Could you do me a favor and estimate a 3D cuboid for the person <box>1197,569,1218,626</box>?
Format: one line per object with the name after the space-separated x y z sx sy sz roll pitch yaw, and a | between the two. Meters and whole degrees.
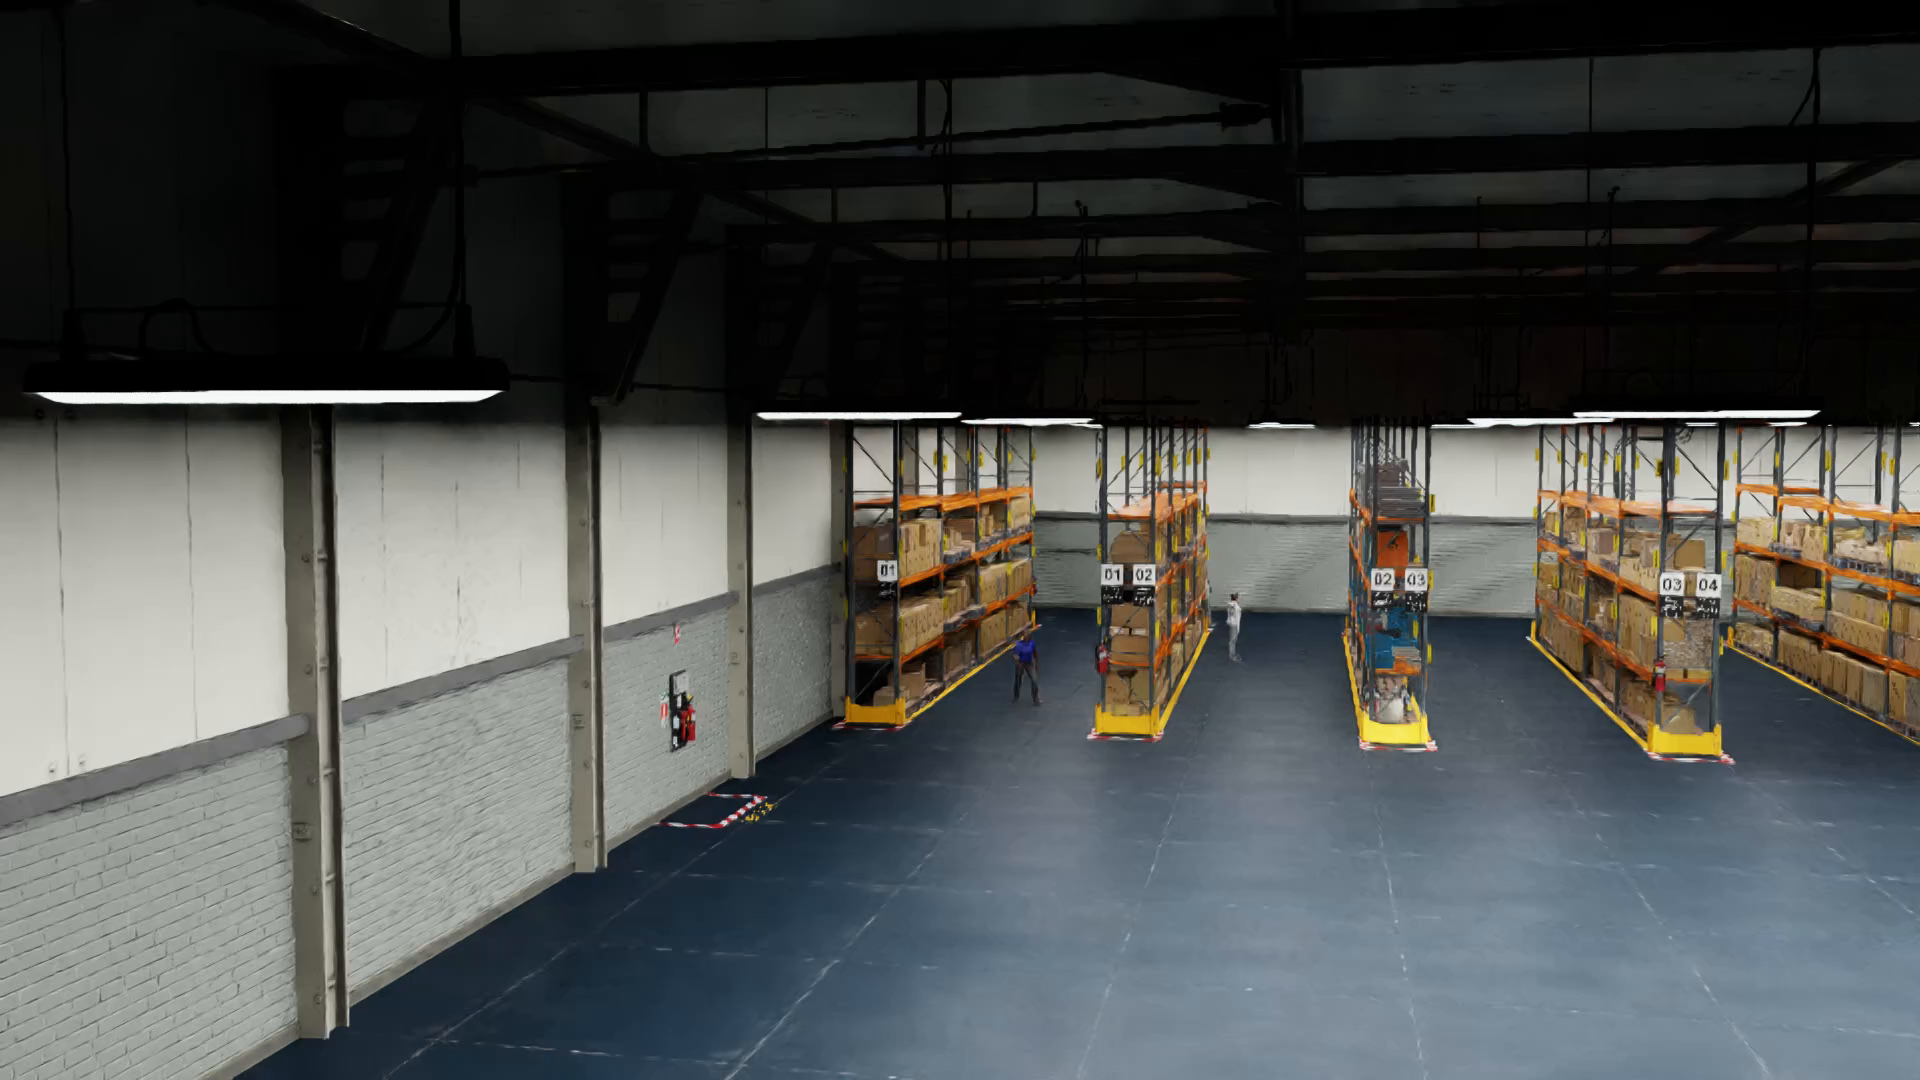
7.078 1.671 48.158 0.685 1.672 0.548 -3 5 -42 | person

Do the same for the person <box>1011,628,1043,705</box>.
1.379 2.610 34.675 0.621 1.588 0.828 0 4 -5 | person

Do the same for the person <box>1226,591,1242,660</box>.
6.835 2.121 41.295 0.431 1.684 0.555 -1 4 -18 | person
